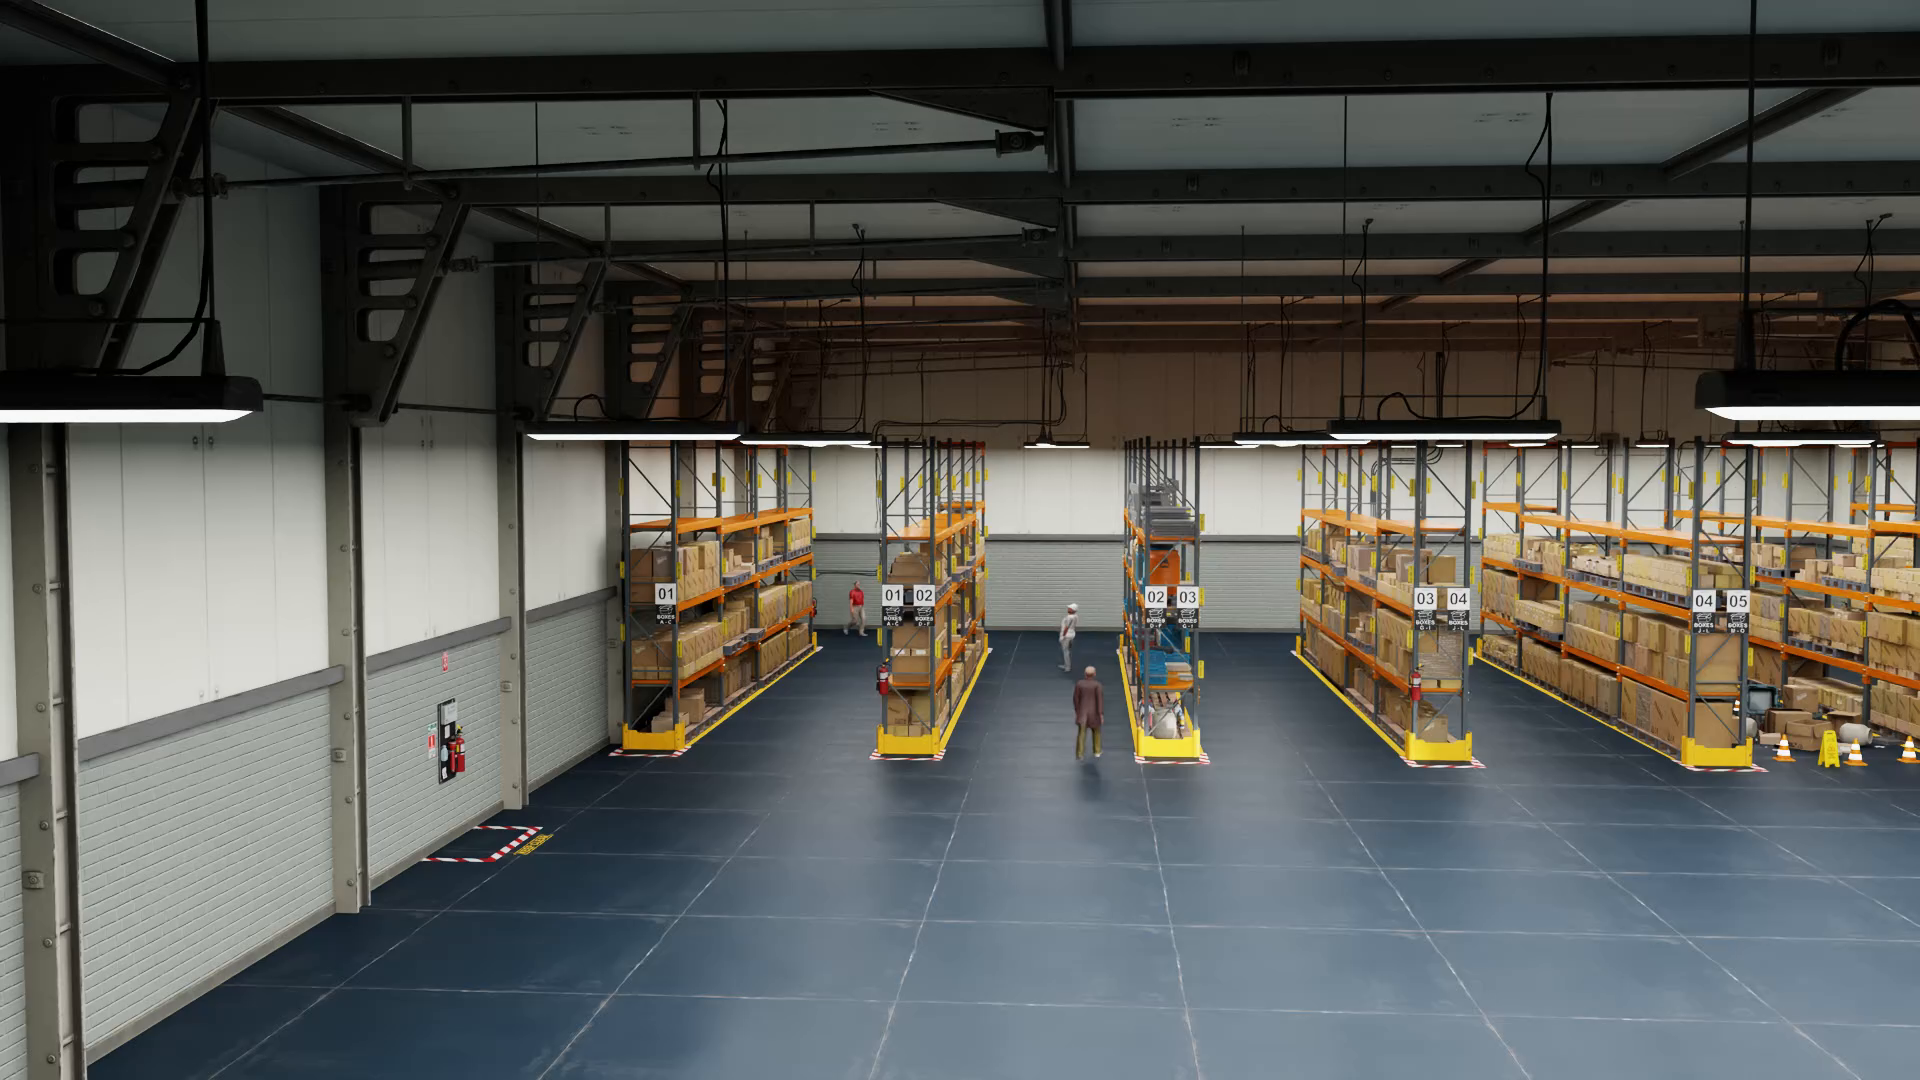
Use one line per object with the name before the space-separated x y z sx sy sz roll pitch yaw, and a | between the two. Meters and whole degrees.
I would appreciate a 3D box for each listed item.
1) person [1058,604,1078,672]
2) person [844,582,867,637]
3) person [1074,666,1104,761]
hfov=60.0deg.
person | 2.752 2.531 43.424 0.683 1.759 0.581 3 4 41
person | -3.200 2.124 51.345 0.748 1.690 0.610 3 4 40
person | 2.417 3.188 30.779 0.632 1.732 1.079 1 3 19
